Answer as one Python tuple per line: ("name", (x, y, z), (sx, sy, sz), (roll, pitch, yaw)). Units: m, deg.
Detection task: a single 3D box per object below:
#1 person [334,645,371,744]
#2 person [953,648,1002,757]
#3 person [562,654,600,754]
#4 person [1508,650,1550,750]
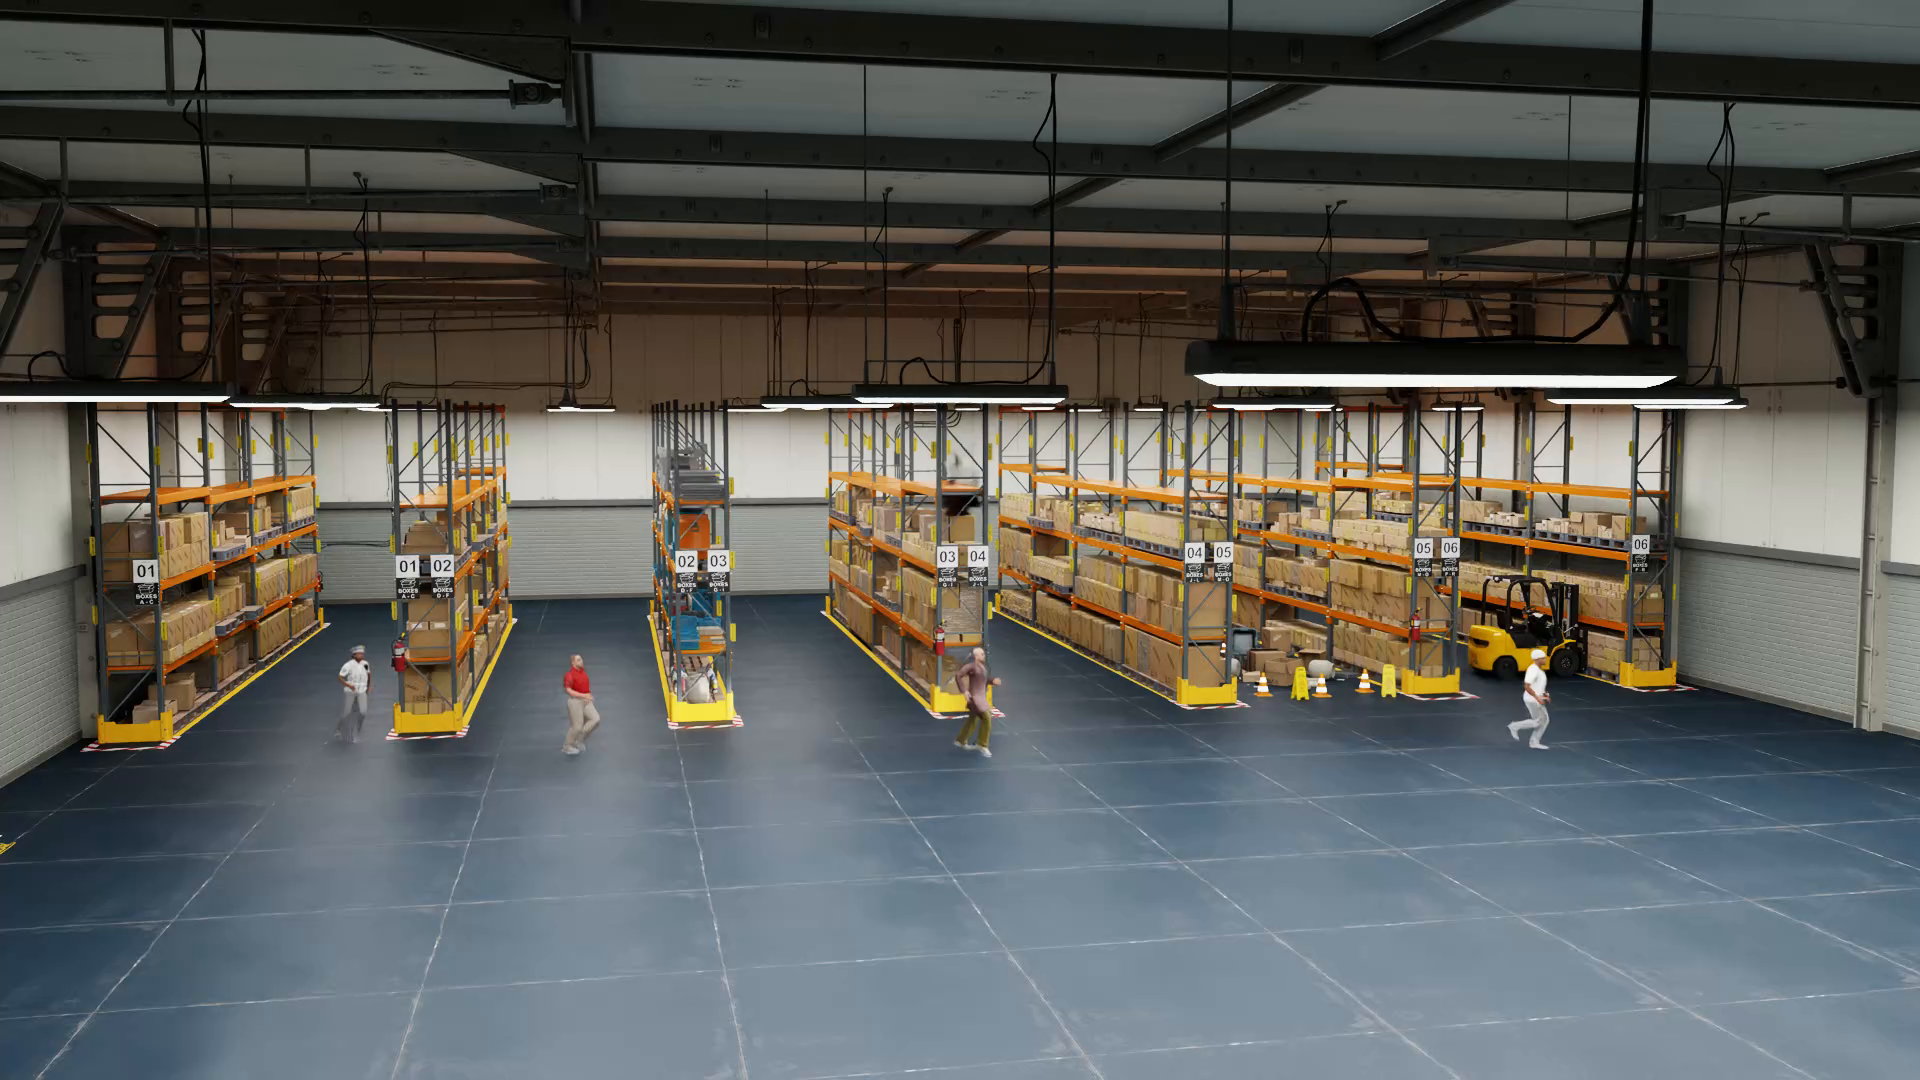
("person", (-10.619, 2.702, 29.203), (0.661, 1.714, 0.686), (-4, 6, -40))
("person", (0.283, 2.727, 28.049), (0.859, 1.838, 0.685), (2, 5, 20))
("person", (-6.403, 2.765, 28.029), (0.629, 1.703, 0.665), (1, 5, 18))
("person", (9.772, 2.722, 28.512), (0.653, 1.716, 0.689), (2, 5, 30))
